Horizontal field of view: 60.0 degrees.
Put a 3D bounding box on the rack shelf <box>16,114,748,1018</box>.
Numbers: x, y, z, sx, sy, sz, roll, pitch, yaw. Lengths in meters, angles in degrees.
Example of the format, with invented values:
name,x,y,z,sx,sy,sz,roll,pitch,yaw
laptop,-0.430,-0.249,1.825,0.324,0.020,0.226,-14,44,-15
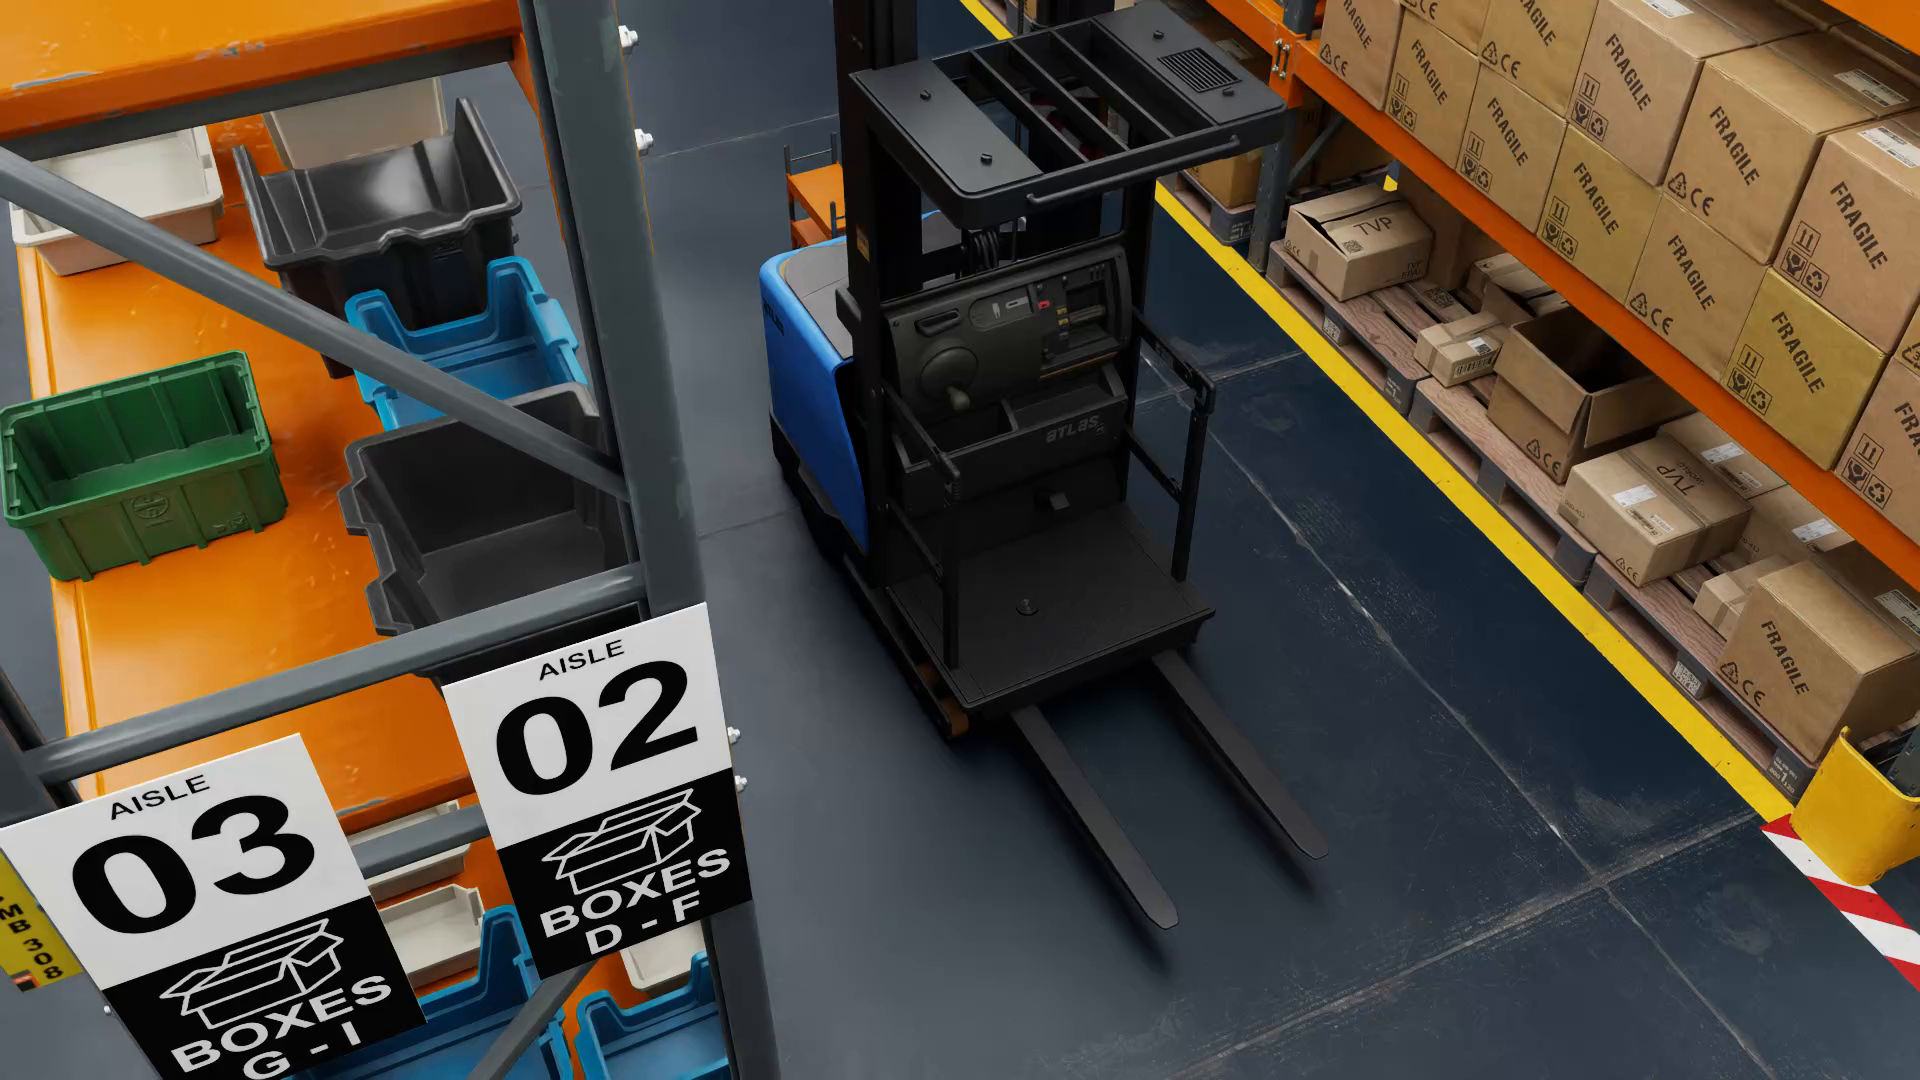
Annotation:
name,x,y,z,sx,sy,sz,roll,pitch,yaw
rack shelf,-1.698,-0.687,4.056,1.077,0.370,4.000,-18,47,-17

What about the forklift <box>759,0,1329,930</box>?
name,x,y,z,sx,sy,sz,roll,pitch,yaw
forklift,0.286,-0.650,5.690,1.130,2.935,3.031,-20,48,-19

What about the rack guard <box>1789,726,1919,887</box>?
name,x,y,z,sx,sy,sz,roll,pitch,yaw
rack guard,3.607,0.780,5.972,1.175,0.500,0.348,-18,47,-17

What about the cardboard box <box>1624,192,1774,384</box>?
name,x,y,z,sx,sy,sz,roll,pitch,yaw
cardboard box,2.778,-0.951,5.876,0.500,0.500,0.500,-18,47,-17

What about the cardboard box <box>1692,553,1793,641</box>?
name,x,y,z,sx,sy,sz,roll,pitch,yaw
cardboard box,3.098,0.232,6.452,0.380,0.166,0.250,-18,47,-17

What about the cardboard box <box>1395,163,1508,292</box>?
name,x,y,z,sx,sy,sz,roll,pitch,yaw
cardboard box,2.454,-1.598,8.069,0.500,0.500,0.500,-18,47,-17

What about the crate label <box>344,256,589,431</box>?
name,x,y,z,sx,sy,sz,roll,pitch,yaw
crate label,-0.952,-0.299,3.256,0.408,0.251,0.502,-18,47,-17

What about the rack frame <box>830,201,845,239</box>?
name,x,y,z,sx,sy,sz,roll,pitch,yaw
rack frame,-0.425,-0.993,7.271,0.240,1.200,0.015,-20,48,-19

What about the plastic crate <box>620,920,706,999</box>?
name,x,y,z,sx,sy,sz,roll,pitch,yaw
plastic crate,-0.722,0.988,4.127,0.250,0.136,0.298,-18,47,-17

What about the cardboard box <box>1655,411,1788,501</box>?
name,x,y,z,sx,sy,sz,roll,pitch,yaw
cardboard box,3.247,-0.307,6.938,0.500,0.250,0.500,-18,47,-17

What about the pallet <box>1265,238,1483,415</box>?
name,x,y,z,sx,sy,sz,roll,pitch,yaw
pallet,2.245,-1.180,8.164,1.003,0.211,1.213,-18,47,-17

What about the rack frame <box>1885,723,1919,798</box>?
name,x,y,z,sx,sy,sz,roll,pitch,yaw
rack frame,3.639,-0.061,5.045,1.000,3.000,0.127,-18,47,-17

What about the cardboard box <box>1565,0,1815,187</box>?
name,x,y,z,sx,sy,sz,roll,pitch,yaw
cardboard box,2.551,-1.633,5.855,0.500,0.500,0.500,-17,47,-16

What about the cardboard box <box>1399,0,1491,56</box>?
name,x,y,z,sx,sy,sz,roll,pitch,yaw
cardboard box,2.117,-2.290,6.521,0.500,0.500,0.500,-19,48,-19

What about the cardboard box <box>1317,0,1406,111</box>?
name,x,y,z,sx,sy,sz,roll,pitch,yaw
cardboard box,1.924,-2.241,7.183,0.500,0.500,0.500,-17,47,-16

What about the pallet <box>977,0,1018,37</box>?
name,x,y,z,sx,sy,sz,roll,pitch,yaw
pallet,0.555,-3.680,10.698,1.003,0.211,1.213,-18,47,-17

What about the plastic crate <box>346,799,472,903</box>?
name,x,y,z,sx,sy,sz,roll,pitch,yaw
plastic crate,-1.473,0.817,4.301,0.396,0.136,0.243,-18,47,-17

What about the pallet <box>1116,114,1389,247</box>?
name,x,y,z,sx,sy,sz,roll,pitch,yaw
pallet,1.581,-2.125,9.122,1.003,0.211,1.213,-18,47,-17

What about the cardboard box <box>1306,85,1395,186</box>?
name,x,y,z,sx,sy,sz,roll,pitch,yaw
cardboard box,1.975,-2.257,8.737,0.500,0.500,0.500,-20,48,-19

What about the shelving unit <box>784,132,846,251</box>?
name,x,y,z,sx,sy,sz,roll,pitch,yaw
shelving unit,-0.536,-1.145,7.425,0.258,1.200,0.503,-20,48,-19

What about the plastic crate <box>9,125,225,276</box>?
name,x,y,z,sx,sy,sz,roll,pitch,yaw
plastic crate,-1.951,-0.818,3.864,0.437,0.136,0.530,-18,47,-17

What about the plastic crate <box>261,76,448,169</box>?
name,x,y,z,sx,sy,sz,roll,pitch,yaw
plastic crate,-1.509,-1.130,4.077,0.437,0.282,0.530,-18,47,-17

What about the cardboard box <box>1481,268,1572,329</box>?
name,x,y,z,sx,sy,sz,roll,pitch,yaw
cardboard box,2.769,-1.052,7.651,0.500,0.311,0.500,-18,47,-17

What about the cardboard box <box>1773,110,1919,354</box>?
name,x,y,z,sx,sy,sz,roll,pitch,yaw
cardboard box,2.989,-0.977,5.190,0.500,0.500,0.500,-17,47,-16

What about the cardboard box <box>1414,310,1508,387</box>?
name,x,y,z,sx,sy,sz,roll,pitch,yaw
cardboard box,2.310,-0.879,7.578,0.380,0.166,0.250,-18,47,-17

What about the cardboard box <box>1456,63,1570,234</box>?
name,x,y,z,sx,sy,sz,roll,pitch,yaw
cardboard box,2.351,-1.596,6.529,0.500,0.500,0.500,-18,47,-18

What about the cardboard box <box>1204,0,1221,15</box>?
name,x,y,z,sx,sy,sz,roll,pitch,yaw
cardboard box,1.537,-2.915,9.403,0.500,0.500,0.500,-17,47,-17

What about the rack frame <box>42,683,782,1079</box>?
name,x,y,z,sx,sy,sz,roll,pitch,yaw
rack frame,-0.857,1.399,3.565,1.000,3.000,0.127,-18,47,-17

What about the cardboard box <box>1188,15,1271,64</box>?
name,x,y,z,sx,sy,sz,roll,pitch,yaw
cardboard box,1.289,-2.424,8.907,0.500,0.500,0.500,-18,47,-17

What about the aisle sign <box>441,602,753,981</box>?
name,x,y,z,sx,sy,sz,roll,pitch,yaw
aisle sign,-0.557,0.432,2.694,0.394,0.787,0.004,-18,47,-17

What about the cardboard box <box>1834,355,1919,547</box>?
name,x,y,z,sx,sy,sz,roll,pitch,yaw
cardboard box,3.204,-0.302,5.218,0.500,0.500,0.500,-17,47,-16

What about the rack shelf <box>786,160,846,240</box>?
name,x,y,z,sx,sy,sz,roll,pitch,yaw
rack shelf,-0.535,-1.425,7.149,0.258,0.148,0.480,-20,48,-19

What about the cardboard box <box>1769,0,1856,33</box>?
name,x,y,z,sx,sy,sz,roll,pitch,yaw
cardboard box,3.045,-1.788,6.012,0.500,0.500,0.500,-18,48,-18

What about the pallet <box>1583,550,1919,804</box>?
name,x,y,z,sx,sy,sz,roll,pitch,yaw
pallet,3.271,0.375,6.588,1.003,0.211,1.213,-18,47,-17

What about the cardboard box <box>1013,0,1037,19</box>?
name,x,y,z,sx,sy,sz,roll,pitch,yaw
cardboard box,0.639,-3.399,9.894,0.500,0.500,0.500,-19,48,-18

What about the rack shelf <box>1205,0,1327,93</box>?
name,x,y,z,sx,sy,sz,roll,pitch,yaw
rack shelf,1.116,-3.629,9.173,1.077,0.370,4.000,-18,47,-17
